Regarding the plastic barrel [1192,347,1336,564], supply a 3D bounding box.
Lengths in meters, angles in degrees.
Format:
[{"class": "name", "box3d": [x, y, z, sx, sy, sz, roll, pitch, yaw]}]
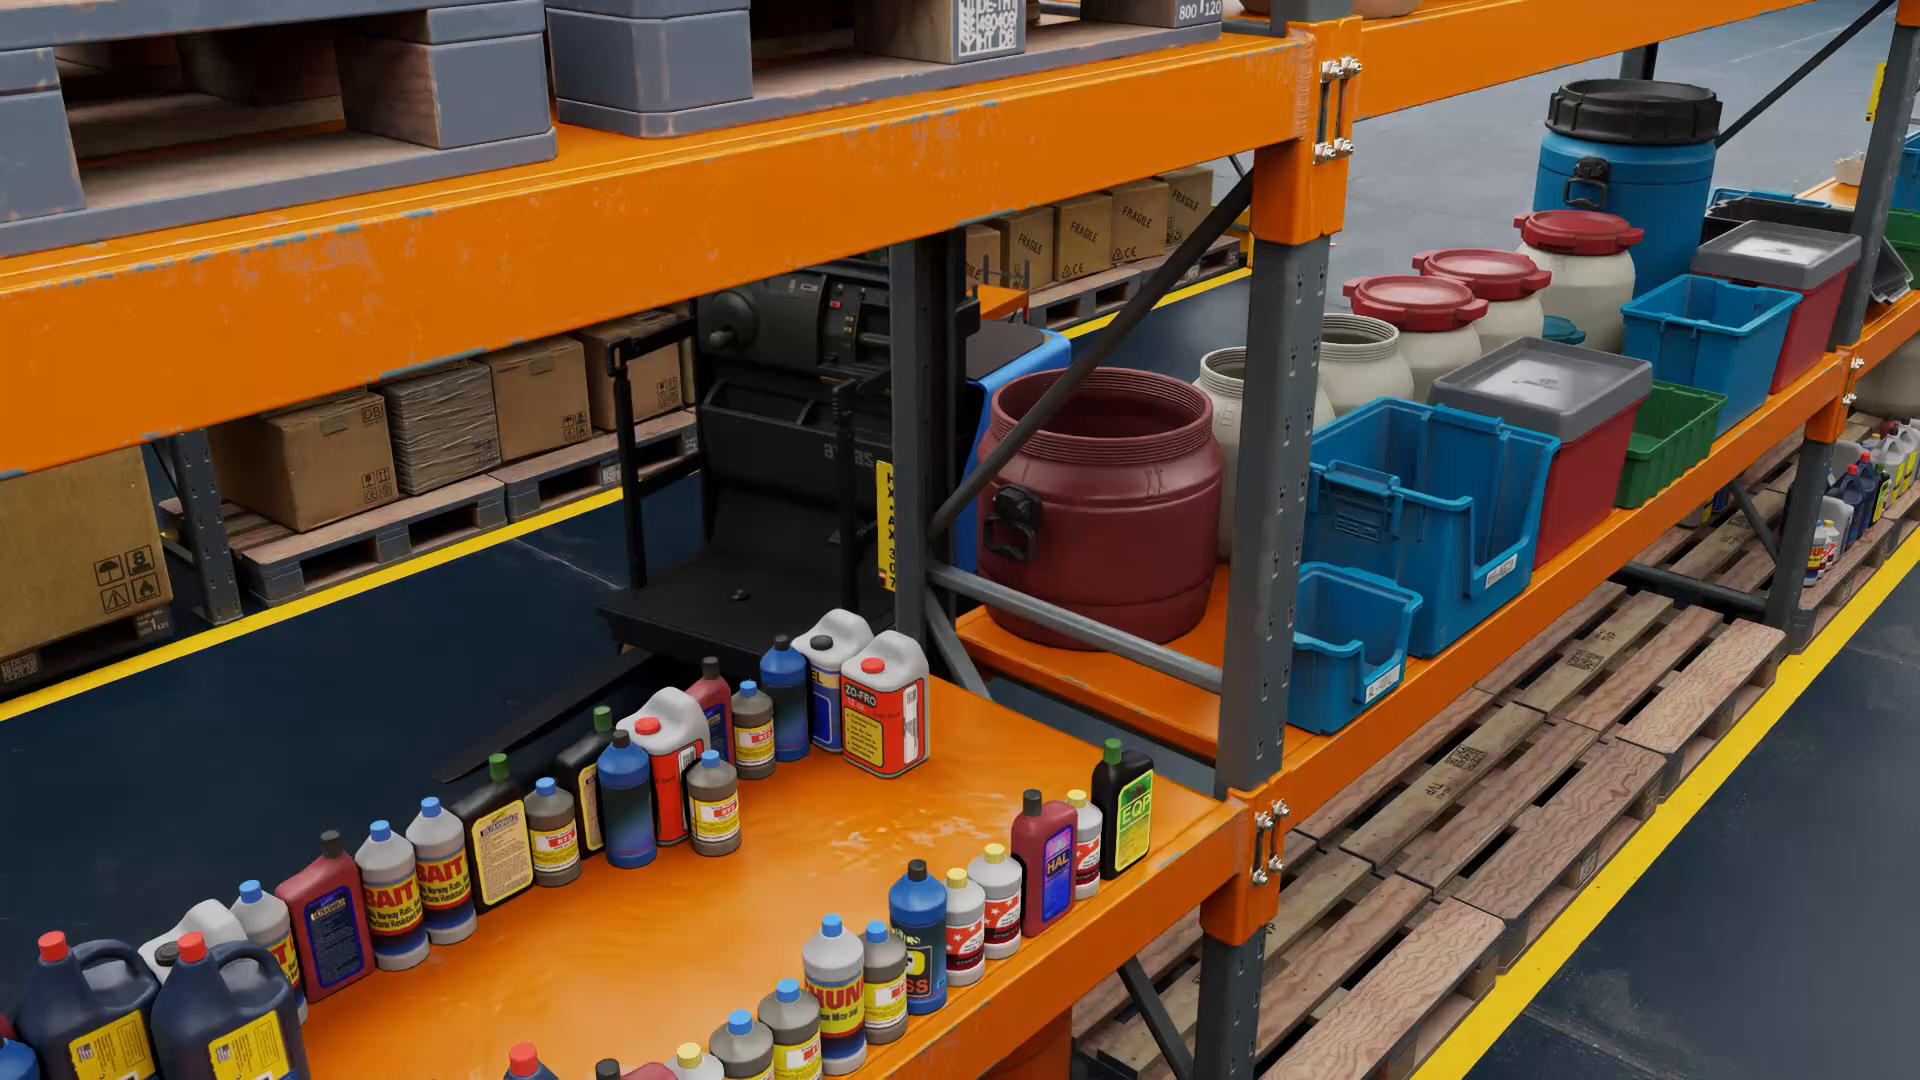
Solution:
[{"class": "plastic barrel", "box3d": [0.784, -0.226, 4.451, 0.421, 0.512, 0.421, 0, 24, 0]}]

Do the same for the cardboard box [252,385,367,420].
[{"class": "cardboard box", "box3d": [-3.007, -0.770, 7.402, 0.500, 0.250, 0.500, 22, 32, 40]}]

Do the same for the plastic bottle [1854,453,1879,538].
[{"class": "plastic bottle", "box3d": [3.900, -0.204, 7.238, 0.144, 0.351, 0.185, 19, 30, 35]}]

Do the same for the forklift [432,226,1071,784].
[{"class": "forklift", "box3d": [-0.686, -0.818, 5.992, 1.130, 2.935, 3.031, 13, 27, 27]}]

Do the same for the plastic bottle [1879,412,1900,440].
[{"class": "plastic bottle", "box3d": [4.428, -0.482, 7.941, 0.061, 0.283, 0.133, 20, 31, 38]}]

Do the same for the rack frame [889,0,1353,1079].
[{"class": "rack frame", "box3d": [0.257, 0.197, 3.644, 1.000, 3.000, 0.127, 20, 31, 38]}]

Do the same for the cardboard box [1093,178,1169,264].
[{"class": "cardboard box", "box3d": [1.105, -2.267, 11.681, 0.500, 0.500, 0.500, -15, 28, -30]}]

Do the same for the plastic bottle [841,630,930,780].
[{"class": "plastic bottle", "box3d": [-0.159, 0.339, 3.480, 0.152, 0.276, 0.135, 20, 31, 38]}]

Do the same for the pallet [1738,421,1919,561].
[{"class": "pallet", "box3d": [4.220, -0.316, 8.197, 1.003, 0.211, 1.213, 20, 31, 38]}]

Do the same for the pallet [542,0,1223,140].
[{"class": "pallet", "box3d": [-0.327, -0.879, 2.609, 1.003, 0.211, 1.213, 20, 31, 38]}]

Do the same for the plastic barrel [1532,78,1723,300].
[{"class": "plastic barrel", "box3d": [2.443, -1.215, 6.182, 0.600, 0.901, 0.708, 20, 31, 38]}]

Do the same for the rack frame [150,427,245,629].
[{"class": "rack frame", "box3d": [-3.432, -1.155, 6.661, 1.000, 3.000, 0.127, 20, 31, 38]}]

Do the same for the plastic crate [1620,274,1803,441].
[{"class": "plastic crate", "box3d": [2.422, -0.593, 5.427, 0.392, 0.384, 0.575, 20, 31, 38]}]

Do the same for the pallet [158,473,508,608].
[{"class": "pallet", "box3d": [-2.909, -0.121, 7.761, 1.003, 0.211, 1.213, 20, 31, 38]}]

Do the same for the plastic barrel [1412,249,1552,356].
[{"class": "plastic barrel", "box3d": [1.635, -0.629, 5.319, 0.433, 0.535, 0.433, 0, 24, 0]}]

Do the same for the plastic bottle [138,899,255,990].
[{"class": "plastic bottle", "box3d": [-1.198, 0.720, 2.630, 0.152, 0.276, 0.135, 20, 31, 38]}]

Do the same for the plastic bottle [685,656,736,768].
[{"class": "plastic bottle", "box3d": [-0.526, 0.381, 3.375, 0.061, 0.283, 0.133, 20, 31, 38]}]

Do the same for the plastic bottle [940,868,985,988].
[{"class": "plastic bottle", "box3d": [-0.005, 0.658, 2.860, 0.097, 0.201, 0.097, 0, 24, 0]}]

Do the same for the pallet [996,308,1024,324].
[{"class": "pallet", "box3d": [-0.340, -1.316, 10.427, 1.003, 0.211, 1.213, 20, 31, 38]}]

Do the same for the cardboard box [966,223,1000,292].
[{"class": "cardboard box", "box3d": [-0.089, -1.713, 10.445, 0.500, 0.500, 0.500, -13, 27, -27]}]

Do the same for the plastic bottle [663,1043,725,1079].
[{"class": "plastic bottle", "box3d": [-0.395, 0.835, 2.463, 0.097, 0.201, 0.097, 0, 24, 0]}]

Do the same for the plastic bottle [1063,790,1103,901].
[{"class": "plastic bottle", "box3d": [0.214, 0.558, 3.083, 0.097, 0.201, 0.097, 0, 24, 0]}]

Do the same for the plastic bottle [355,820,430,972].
[{"class": "plastic bottle", "box3d": [-0.987, 0.609, 2.883, 0.097, 0.271, 0.097, 0, 24, 0]}]

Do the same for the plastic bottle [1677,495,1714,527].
[{"class": "plastic bottle", "box3d": [3.249, -0.249, 7.340, 0.144, 0.351, 0.185, 20, 31, 38]}]

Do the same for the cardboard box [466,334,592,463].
[{"class": "cardboard box", "box3d": [-2.265, -0.772, 8.324, 0.500, 0.500, 0.700, -21, 32, -39]}]

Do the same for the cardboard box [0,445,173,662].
[{"class": "cardboard box", "box3d": [-3.908, -0.173, 6.553, 1.225, 0.875, 0.875, 18, 30, 35]}]

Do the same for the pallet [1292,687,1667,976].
[{"class": "pallet", "box3d": [1.617, 0.874, 5.543, 1.003, 0.211, 1.213, 20, 31, 38]}]

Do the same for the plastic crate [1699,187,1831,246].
[{"class": "plastic crate", "box3d": [3.463, -1.365, 7.310, 0.499, 0.251, 0.616, 20, 31, 38]}]

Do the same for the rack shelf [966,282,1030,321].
[{"class": "rack shelf", "box3d": [0.094, -1.044, 7.651, 0.258, 0.148, 0.480, 13, 27, 27]}]

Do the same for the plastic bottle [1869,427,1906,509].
[{"class": "plastic bottle", "box3d": [4.184, -0.333, 7.527, 0.144, 0.351, 0.185, 20, 31, 37]}]

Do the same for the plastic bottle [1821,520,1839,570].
[{"class": "plastic bottle", "box3d": [3.601, 0.015, 6.933, 0.097, 0.201, 0.097, 0, 24, 0]}]

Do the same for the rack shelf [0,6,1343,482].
[{"class": "rack shelf", "box3d": [-1.078, -0.234, 1.819, 1.077, 0.370, 4.000, 20, 31, 38]}]

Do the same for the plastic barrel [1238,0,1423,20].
[{"class": "plastic barrel", "box3d": [0.692, -1.234, 3.032, 0.421, 0.512, 0.421, 0, 24, 0]}]

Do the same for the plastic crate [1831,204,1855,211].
[{"class": "plastic crate", "box3d": [3.822, -1.465, 7.674, 0.530, 0.136, 0.437, 20, 31, 38]}]

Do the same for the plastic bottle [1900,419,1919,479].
[{"class": "plastic bottle", "box3d": [4.508, -0.450, 7.878, 0.152, 0.276, 0.135, 20, 31, 38]}]

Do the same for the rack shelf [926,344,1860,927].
[{"class": "rack shelf", "box3d": [1.592, -0.084, 5.151, 1.077, 0.370, 4.000, 20, 31, 38]}]

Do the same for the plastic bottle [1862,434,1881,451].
[{"class": "plastic bottle", "box3d": [4.310, -0.402, 7.862, 0.097, 0.201, 0.097, 0, 24, 0]}]

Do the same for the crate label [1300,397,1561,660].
[{"class": "crate label", "box3d": [1.121, -0.048, 4.147, 0.502, 0.435, 0.616, 20, 31, 38]}]

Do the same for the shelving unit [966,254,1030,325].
[{"class": "shelving unit", "box3d": [0.094, -0.685, 7.811, 0.258, 1.200, 0.503, 13, 27, 27]}]

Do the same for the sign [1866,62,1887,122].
[{"class": "sign", "box3d": [5.189, -2.518, 9.362, 0.100, 0.325, 0.005, 20, 31, 38]}]

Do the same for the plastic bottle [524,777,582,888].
[{"class": "plastic bottle", "box3d": [-0.768, 0.541, 3.121, 0.097, 0.201, 0.097, 0, 24, 0]}]

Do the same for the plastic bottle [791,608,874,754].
[{"class": "plastic bottle", "box3d": [-0.273, 0.297, 3.572, 0.152, 0.276, 0.135, 20, 31, 38]}]

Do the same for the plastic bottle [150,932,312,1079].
[{"class": "plastic bottle", "box3d": [-1.105, 0.734, 2.508, 0.144, 0.351, 0.185, 20, 31, 38]}]
